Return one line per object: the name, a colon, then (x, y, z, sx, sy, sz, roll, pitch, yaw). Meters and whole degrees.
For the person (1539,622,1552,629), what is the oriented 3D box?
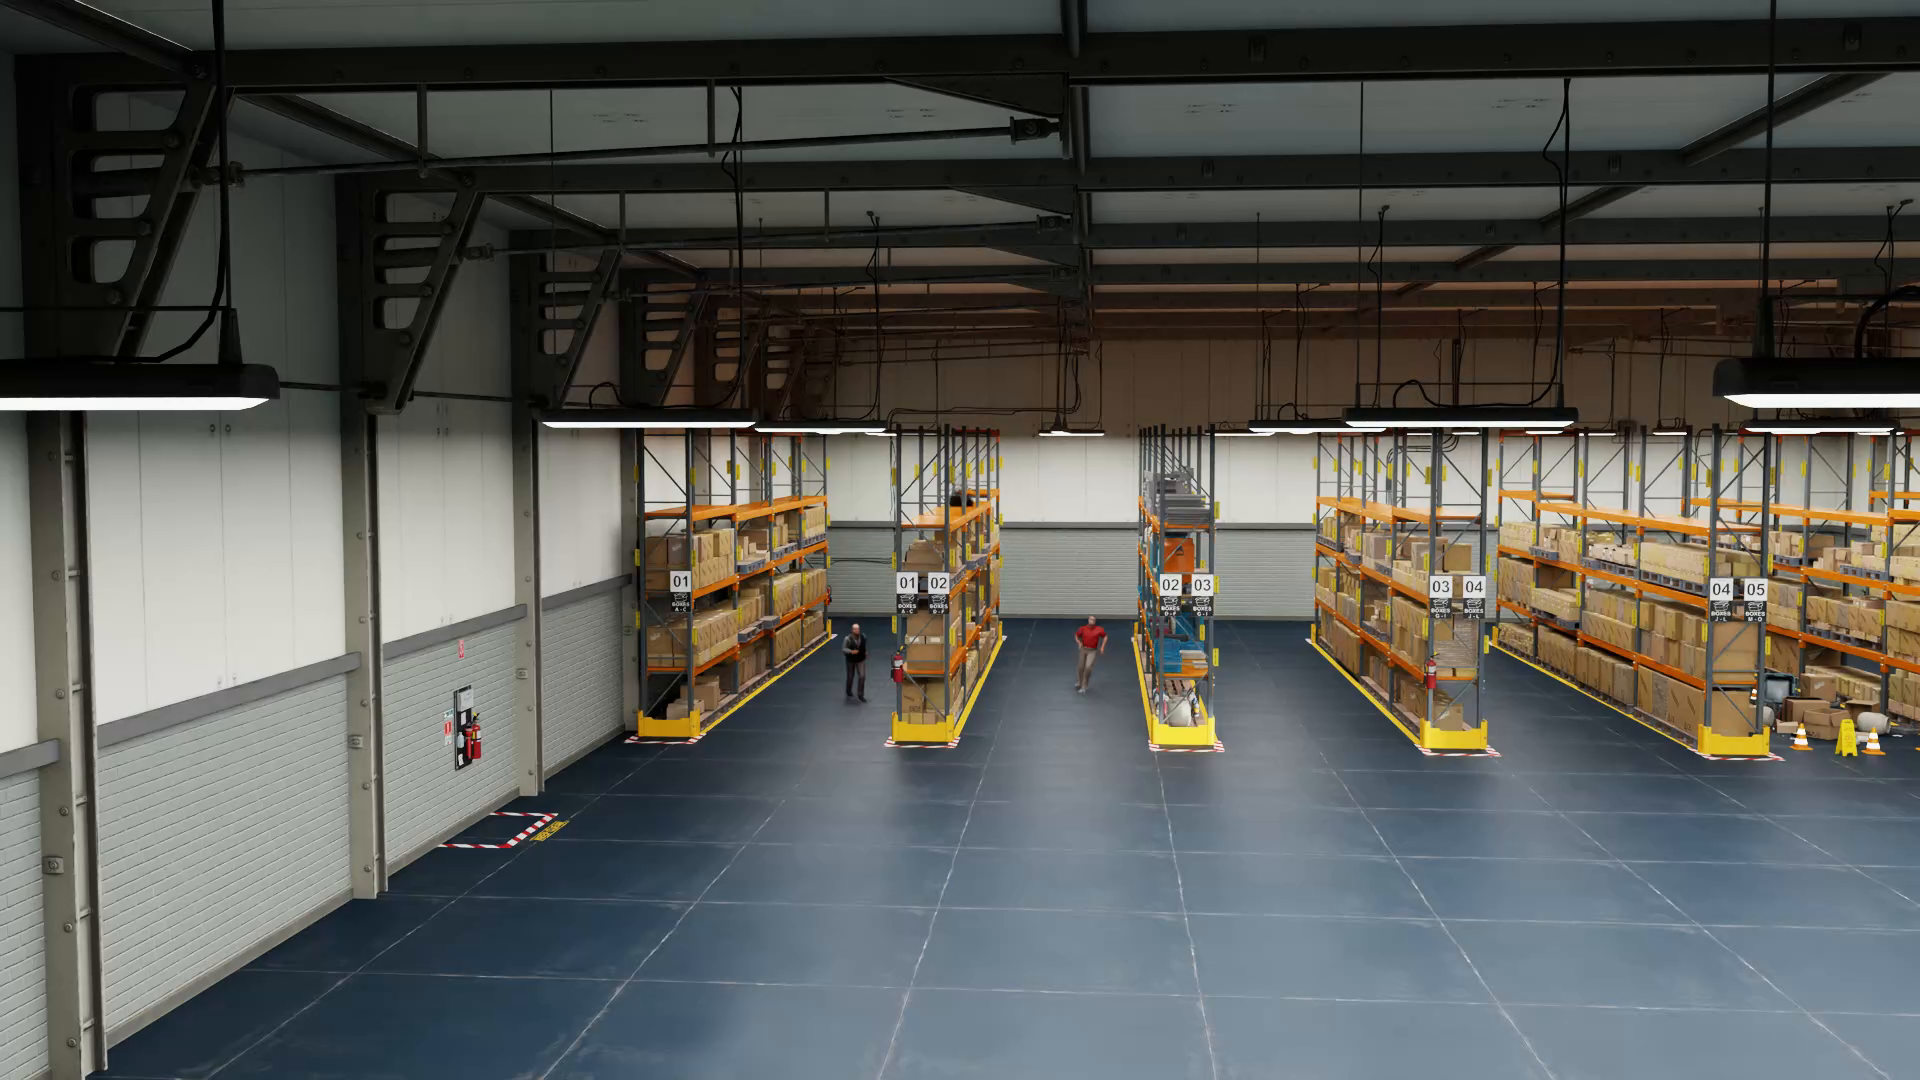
person: (16.391, 2.060, 47.021, 0.819, 1.571, 0.628, 3, 4, 37)

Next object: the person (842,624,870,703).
person: (-2.291, 2.664, 36.358, 0.656, 1.697, 0.975, -1, 4, -16)

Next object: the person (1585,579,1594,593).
person: (17.879, 1.984, 47.121, 0.820, 1.782, 0.594, 0, 3, -2)

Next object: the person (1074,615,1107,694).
person: (2.923, 2.583, 37.745, 0.756, 1.755, 0.856, 1, 4, 15)
